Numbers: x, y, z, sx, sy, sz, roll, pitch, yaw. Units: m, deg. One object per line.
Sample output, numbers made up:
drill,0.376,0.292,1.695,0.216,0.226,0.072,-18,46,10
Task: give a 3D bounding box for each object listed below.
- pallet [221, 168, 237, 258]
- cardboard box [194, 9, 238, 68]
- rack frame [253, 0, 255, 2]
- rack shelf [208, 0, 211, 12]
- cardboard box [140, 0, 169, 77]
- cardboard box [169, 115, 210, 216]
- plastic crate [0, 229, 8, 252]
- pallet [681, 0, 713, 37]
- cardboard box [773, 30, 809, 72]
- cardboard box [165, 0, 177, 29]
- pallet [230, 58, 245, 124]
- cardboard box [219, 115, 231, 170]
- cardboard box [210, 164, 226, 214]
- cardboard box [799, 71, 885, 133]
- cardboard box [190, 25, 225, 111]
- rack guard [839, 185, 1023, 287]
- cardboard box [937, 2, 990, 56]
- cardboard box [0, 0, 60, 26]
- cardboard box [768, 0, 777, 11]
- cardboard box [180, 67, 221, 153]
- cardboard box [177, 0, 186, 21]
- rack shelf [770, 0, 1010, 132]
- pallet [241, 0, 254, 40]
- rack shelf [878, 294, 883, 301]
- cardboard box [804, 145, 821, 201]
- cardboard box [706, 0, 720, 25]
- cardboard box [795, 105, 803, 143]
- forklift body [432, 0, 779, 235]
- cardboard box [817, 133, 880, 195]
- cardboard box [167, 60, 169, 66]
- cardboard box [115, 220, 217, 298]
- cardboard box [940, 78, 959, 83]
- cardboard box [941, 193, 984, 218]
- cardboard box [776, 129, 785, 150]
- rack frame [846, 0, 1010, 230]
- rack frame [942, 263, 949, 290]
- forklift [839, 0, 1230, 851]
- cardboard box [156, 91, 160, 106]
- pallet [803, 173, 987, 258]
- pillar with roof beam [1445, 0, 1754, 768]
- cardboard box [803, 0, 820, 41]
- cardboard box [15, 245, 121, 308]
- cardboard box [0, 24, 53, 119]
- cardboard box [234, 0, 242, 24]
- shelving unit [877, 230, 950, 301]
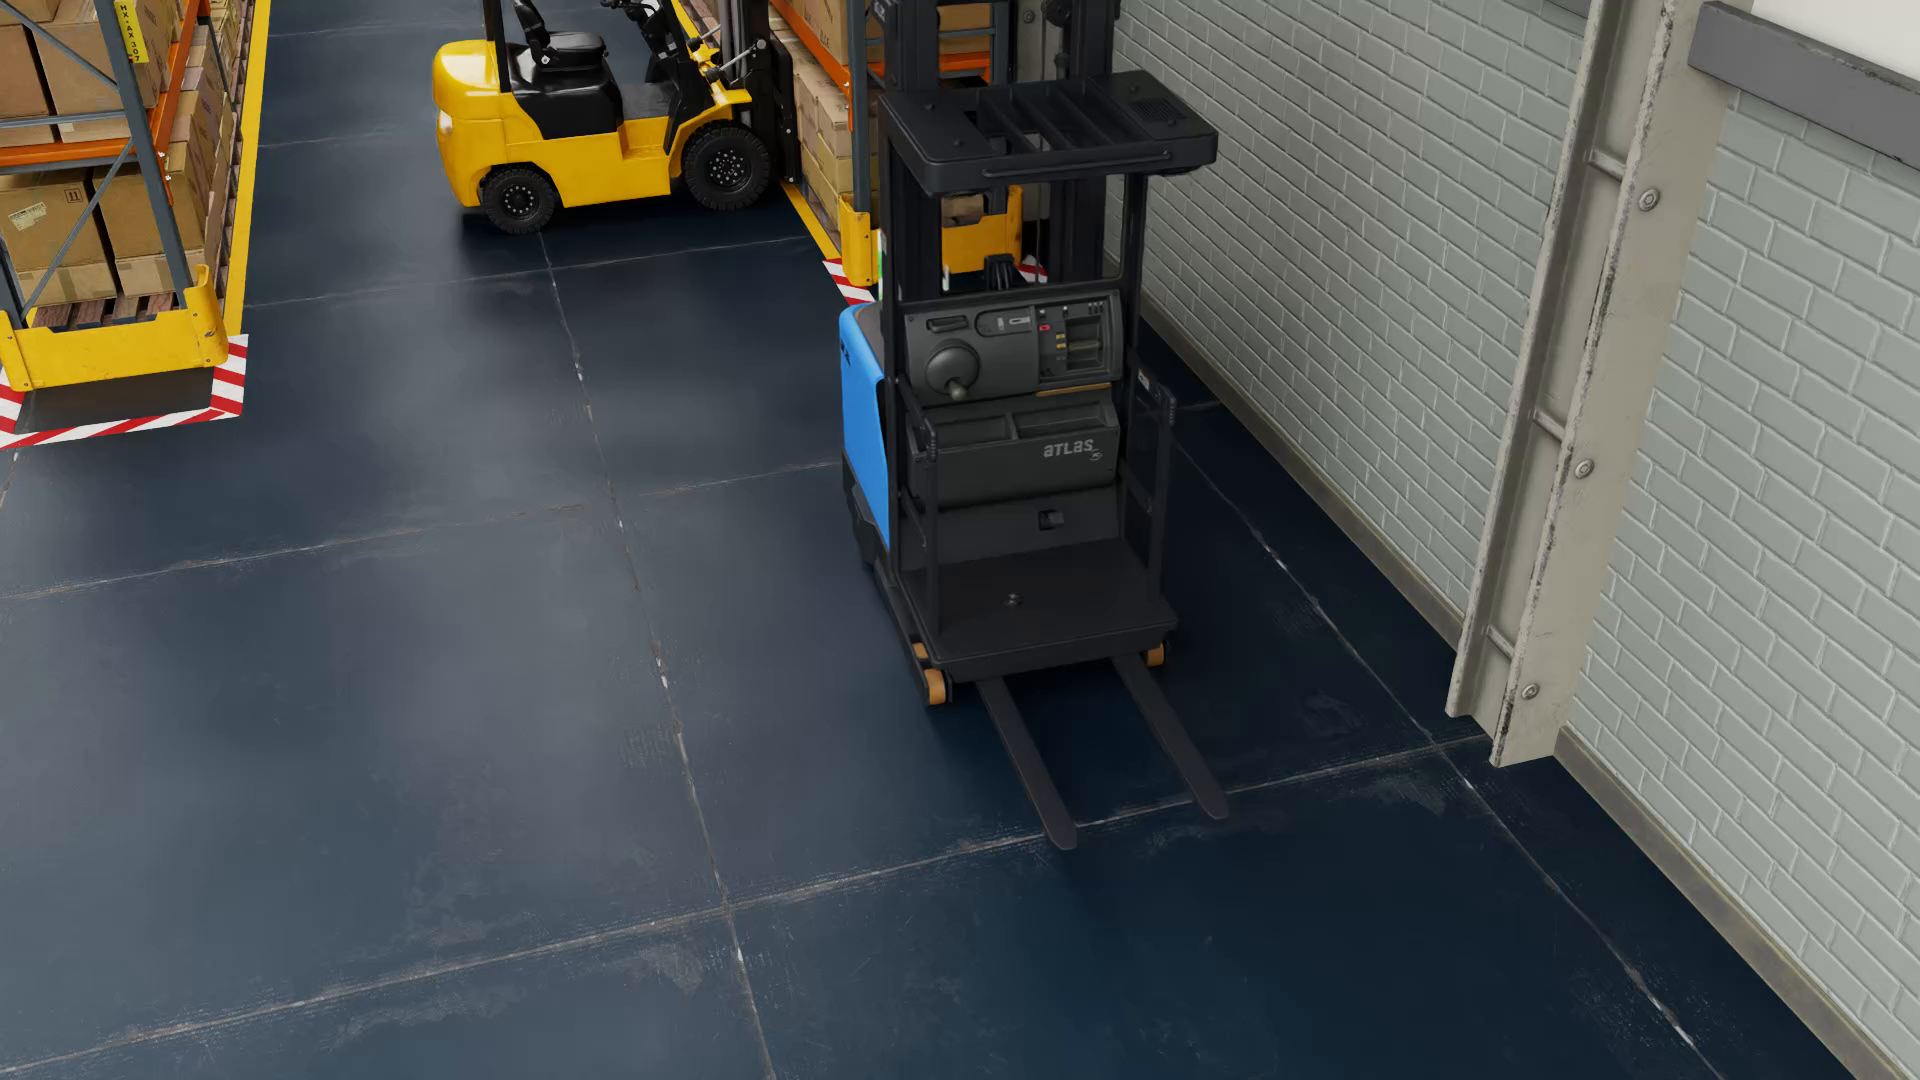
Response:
pallet,-5.521,-2.190,11.372,1.003,0.211,1.213,-10,35,-15
cardboard box,-6.520,-4.072,13.694,0.950,0.372,0.625,-8,34,-12
rack frame,-7.355,-6.441,15.277,1.000,3.000,0.127,-10,35,-15
rack shelf,-6.745,-5.091,13.886,1.077,0.370,4.000,-10,35,-15
cardboard box,-4.956,-2.974,9.669,0.500,0.500,0.500,-9,35,-13
cardboard box,-5.069,-2.338,10.501,0.500,0.500,0.500,-11,35,-17
plastic crate,-6.437,-2.161,11.448,0.402,0.080,0.583,-23,40,-31
pallet,-2.047,-5.036,15.680,1.003,0.211,1.213,-10,35,-15
cardboard box,-1.099,-3.510,12.047,0.500,0.250,0.500,-11,35,-16
cardboard box,-5.276,-3.507,10.475,0.500,0.500,0.500,-11,35,-16
pallet,-6.374,-3.586,13.486,1.003,0.211,1.213,-10,35,-15
cardboard box,-5.527,-2.826,11.919,0.500,0.250,0.500,-11,35,-16
cardboard box,-5.225,-2.293,11.112,0.500,0.250,0.500,-8,34,-12
cardboard box,-0.788,-2.979,11.244,0.500,0.250,0.500,-9,35,-14
cardboard box,-5.699,-3.417,12.133,0.500,0.500,0.500,-10,35,-15
rack guard,-0.182,-2.022,10.857,1.175,0.500,0.348,-10,35,-15
cardboard box,-0.076,-3.426,10.624,0.500,0.500,0.500,-9,34,-13
cardboard box,-5.279,-3.056,8.886,0.700,0.500,0.500,-11,35,-16
cardboard box,-1.414,-4.046,12.859,0.500,0.250,0.500,-10,35,-15
cardboard box,-5.385,-2.882,11.324,0.500,0.500,0.500,-8,34,-12
cardboard box,-5.434,-3.586,11.184,0.380,0.149,0.250,-11,35,-15
rack shelf,-0.799,-3.828,11.974,1.077,0.370,4.000,-10,35,-15
pallet,-7.118,-4.867,15.425,1.003,0.211,1.213,-10,35,-15
rack shelf,-0.238,-1.108,8.519,0.258,0.148,0.480,-9,34,-13
cardboard box,-0.776,-2.562,11.520,0.500,0.250,0.500,-10,35,-15
cardboard box,-1.808,-5.043,14.934,0.875,0.625,0.625,-10,35,-15
cardboard box,-0.955,-3.050,11.805,0.500,0.250,0.500,-11,35,-16
forklift body,-2.505,-3.413,11.463,2.313,2.155,1.214,-10,35,-15
cardboard box,-0.635,-2.517,10.999,0.500,0.250,0.500,-10,35,-15
cardboard box,-5.060,-2.904,10.151,0.380,0.149,0.250,-9,35,-13
cardboard box,-4.898,-1.739,10.274,0.500,0.250,0.500,-10,35,-15
cardboard box,-0.311,-3.069,11.380,0.500,0.250,0.500,-10,35,-15
cardboard box,-0.153,-2.397,11.269,0.500,0.250,0.500,-10,35,-15
cardboard box,-1.100,-3.095,12.326,0.500,0.250,0.500,-9,34,-13
rack frame,-0.189,-3.078,10.187,1.000,3.000,0.127,-10,35,-15
rack frame,-0.172,-0.832,8.420,0.240,1.200,0.015,-9,34,-13
forklift,0.289,-0.749,6.725,1.130,2.935,3.031,-9,34,-13
cardboard box,-4.916,-2.633,9.741,0.380,0.149,0.250,-11,35,-16
pallet,-0.462,-2.309,11.553,1.003,0.211,1.213,-10,35,-15
pillar with roof beam,-1.813,-2.224,3.453,9.100,9.000,0.400,-10,35,-15
cardboard box,-0.739,-3.608,10.898,0.500,0.500,0.500,-9,34,-13
cardboard box,-5.425,-1.661,10.156,0.500,0.250,0.500,-10,35,-15
cardboard box,-5.343,-2.646,9.172,0.500,0.500,0.500,-11,35,-16
cardboard box,-6.960,-4.836,14.850,0.950,0.372,0.625,-11,35,-16
shelving unit,-0.238,-0.961,8.616,0.258,1.200,0.503,-9,34,-13
